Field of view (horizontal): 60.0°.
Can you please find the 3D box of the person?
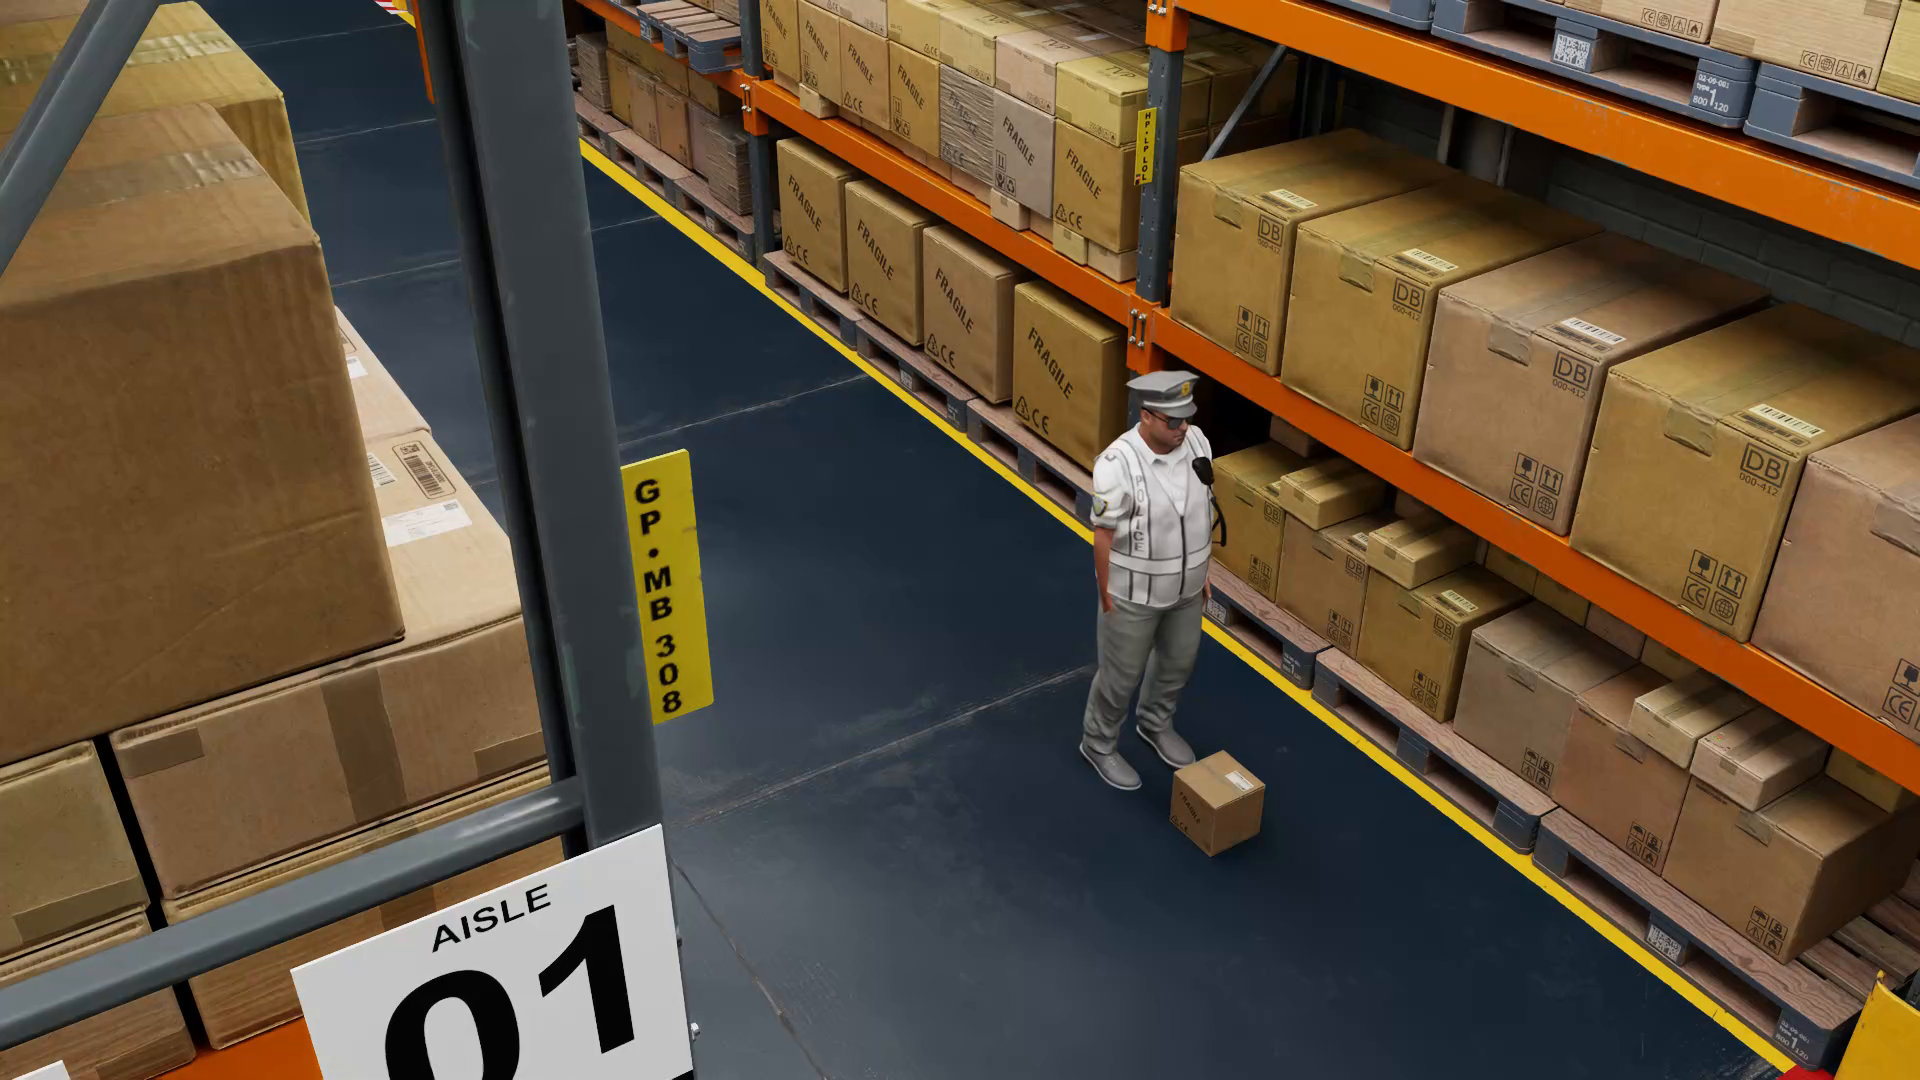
[{"bbox_3d":[0.751,0.160,6.391,0.527,1.766,0.393,-18,37,-26],"label":"person"}]
